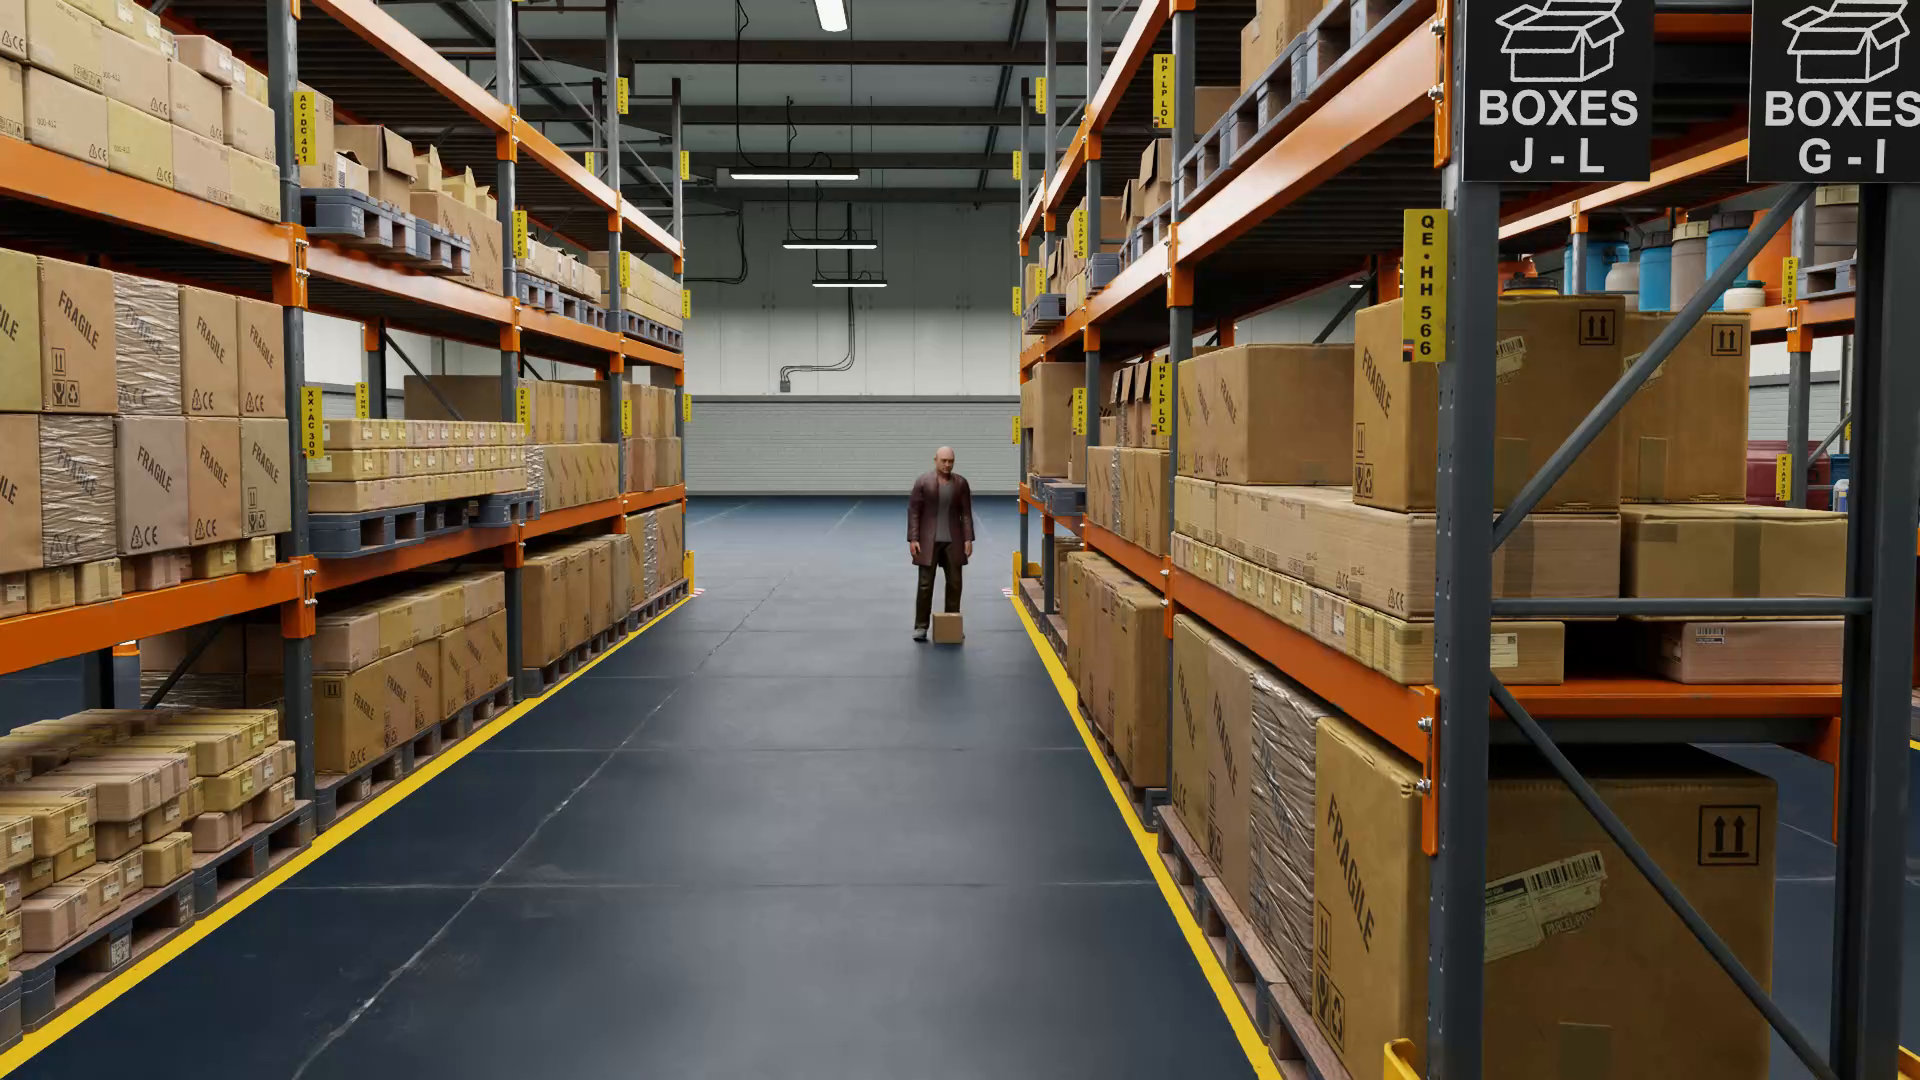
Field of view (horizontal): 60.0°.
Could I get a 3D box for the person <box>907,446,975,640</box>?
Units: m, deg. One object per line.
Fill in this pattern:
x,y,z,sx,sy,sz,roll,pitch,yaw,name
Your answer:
-0.171,0.025,15.315,0.646,1.772,0.433,-1,4,-14,person
